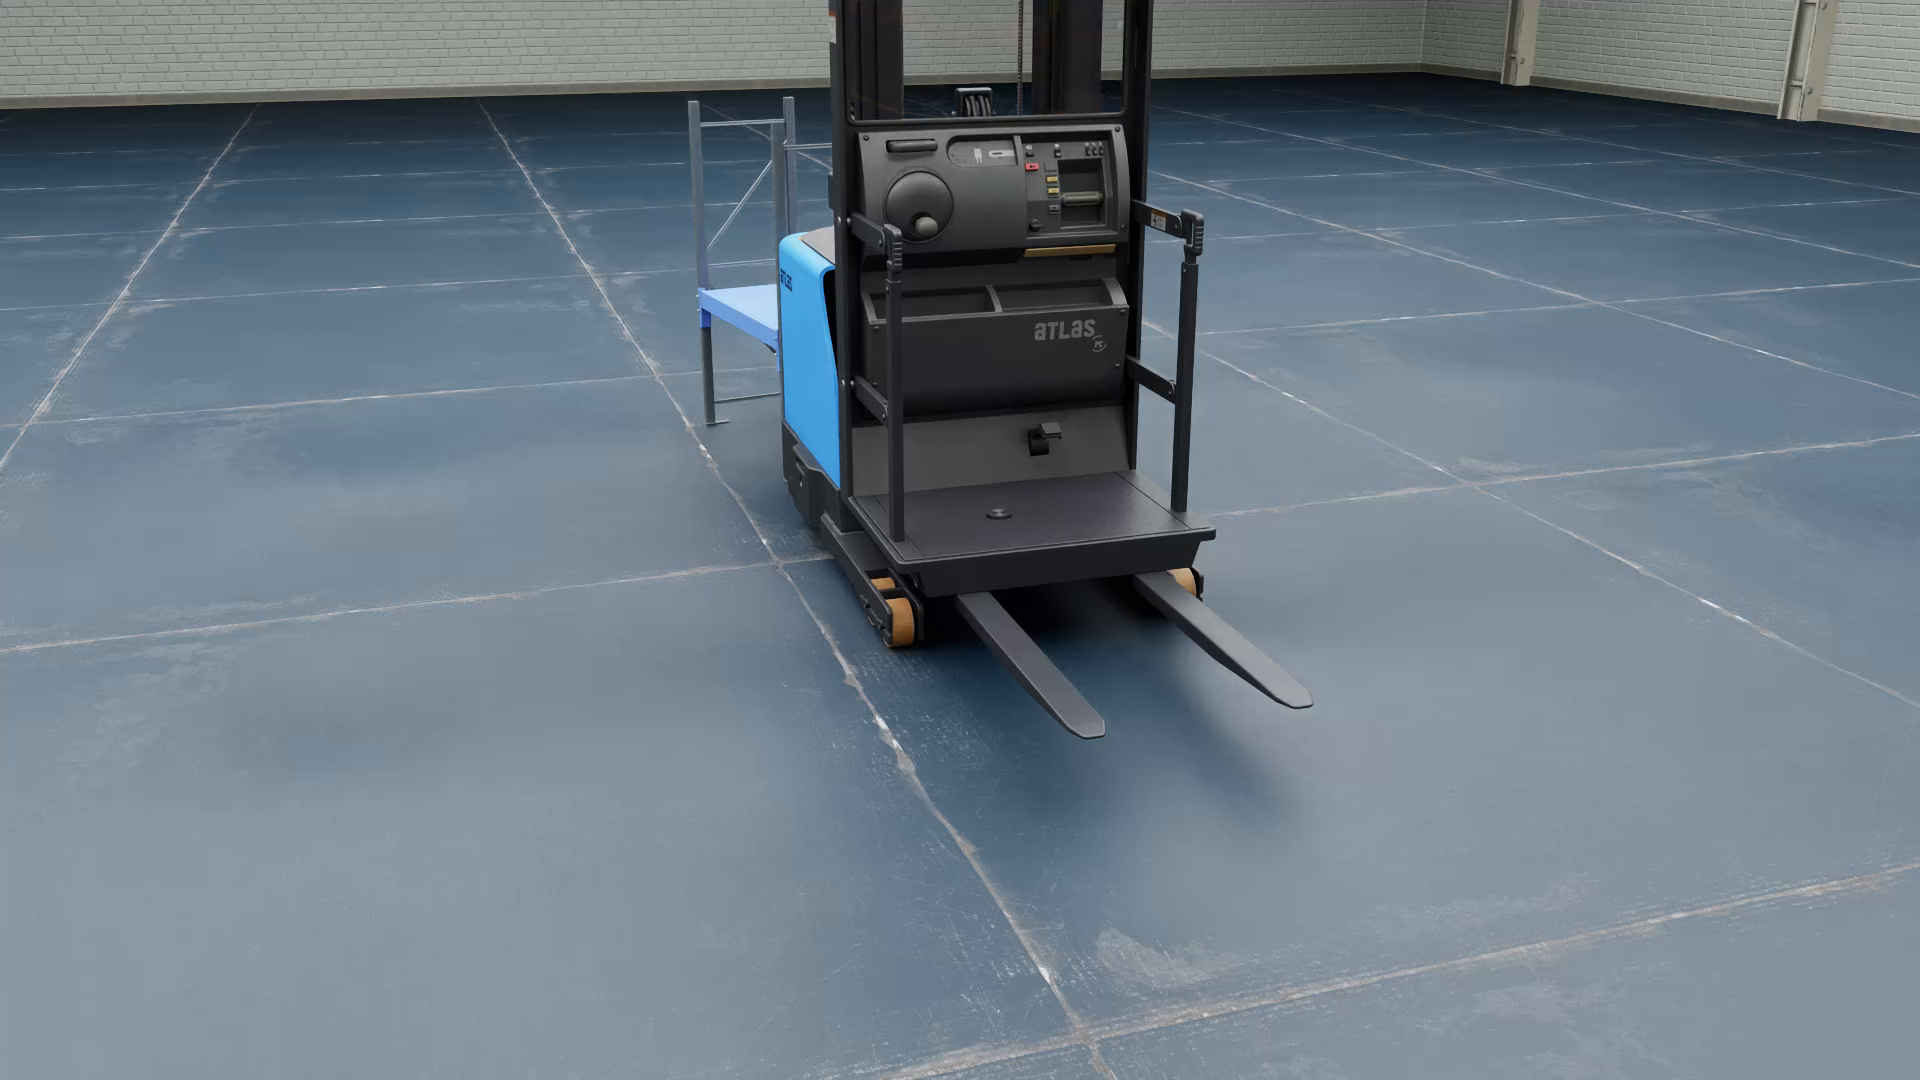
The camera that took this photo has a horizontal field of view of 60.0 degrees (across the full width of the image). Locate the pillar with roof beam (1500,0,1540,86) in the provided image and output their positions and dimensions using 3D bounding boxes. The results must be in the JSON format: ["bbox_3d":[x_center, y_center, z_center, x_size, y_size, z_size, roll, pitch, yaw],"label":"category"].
[{"bbox_3d":[4.947,-11.186,24.248,9.100,9.000,0.400,-6,21,-17],"label":"pillar with roof beam"}]

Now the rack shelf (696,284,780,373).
[{"bbox_3d":[-0.759,-0.974,7.442,0.538,0.185,1.000,-10,22,-26],"label":"rack shelf"}]

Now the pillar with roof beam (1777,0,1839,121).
[{"bbox_3d":[6.832,-9.261,18.888,9.100,9.000,0.400,-6,21,-17],"label":"pillar with roof beam"}]

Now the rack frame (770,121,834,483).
[{"bbox_3d":[-0.525,-0.991,6.956,0.500,1.500,0.032,-10,22,-26],"label":"rack frame"}]

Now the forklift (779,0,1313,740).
[{"bbox_3d":[0.188,-1.177,5.357,1.130,2.935,3.031,-6,21,-16],"label":"forklift"}]

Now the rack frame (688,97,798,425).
[{"bbox_3d":[-0.992,-1.296,7.806,0.500,1.500,0.032,-10,22,-26],"label":"rack frame"}]

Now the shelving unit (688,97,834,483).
[{"bbox_3d":[-0.759,-1.143,7.381,0.538,1.500,1.048,-10,22,-26],"label":"shelving unit"}]
